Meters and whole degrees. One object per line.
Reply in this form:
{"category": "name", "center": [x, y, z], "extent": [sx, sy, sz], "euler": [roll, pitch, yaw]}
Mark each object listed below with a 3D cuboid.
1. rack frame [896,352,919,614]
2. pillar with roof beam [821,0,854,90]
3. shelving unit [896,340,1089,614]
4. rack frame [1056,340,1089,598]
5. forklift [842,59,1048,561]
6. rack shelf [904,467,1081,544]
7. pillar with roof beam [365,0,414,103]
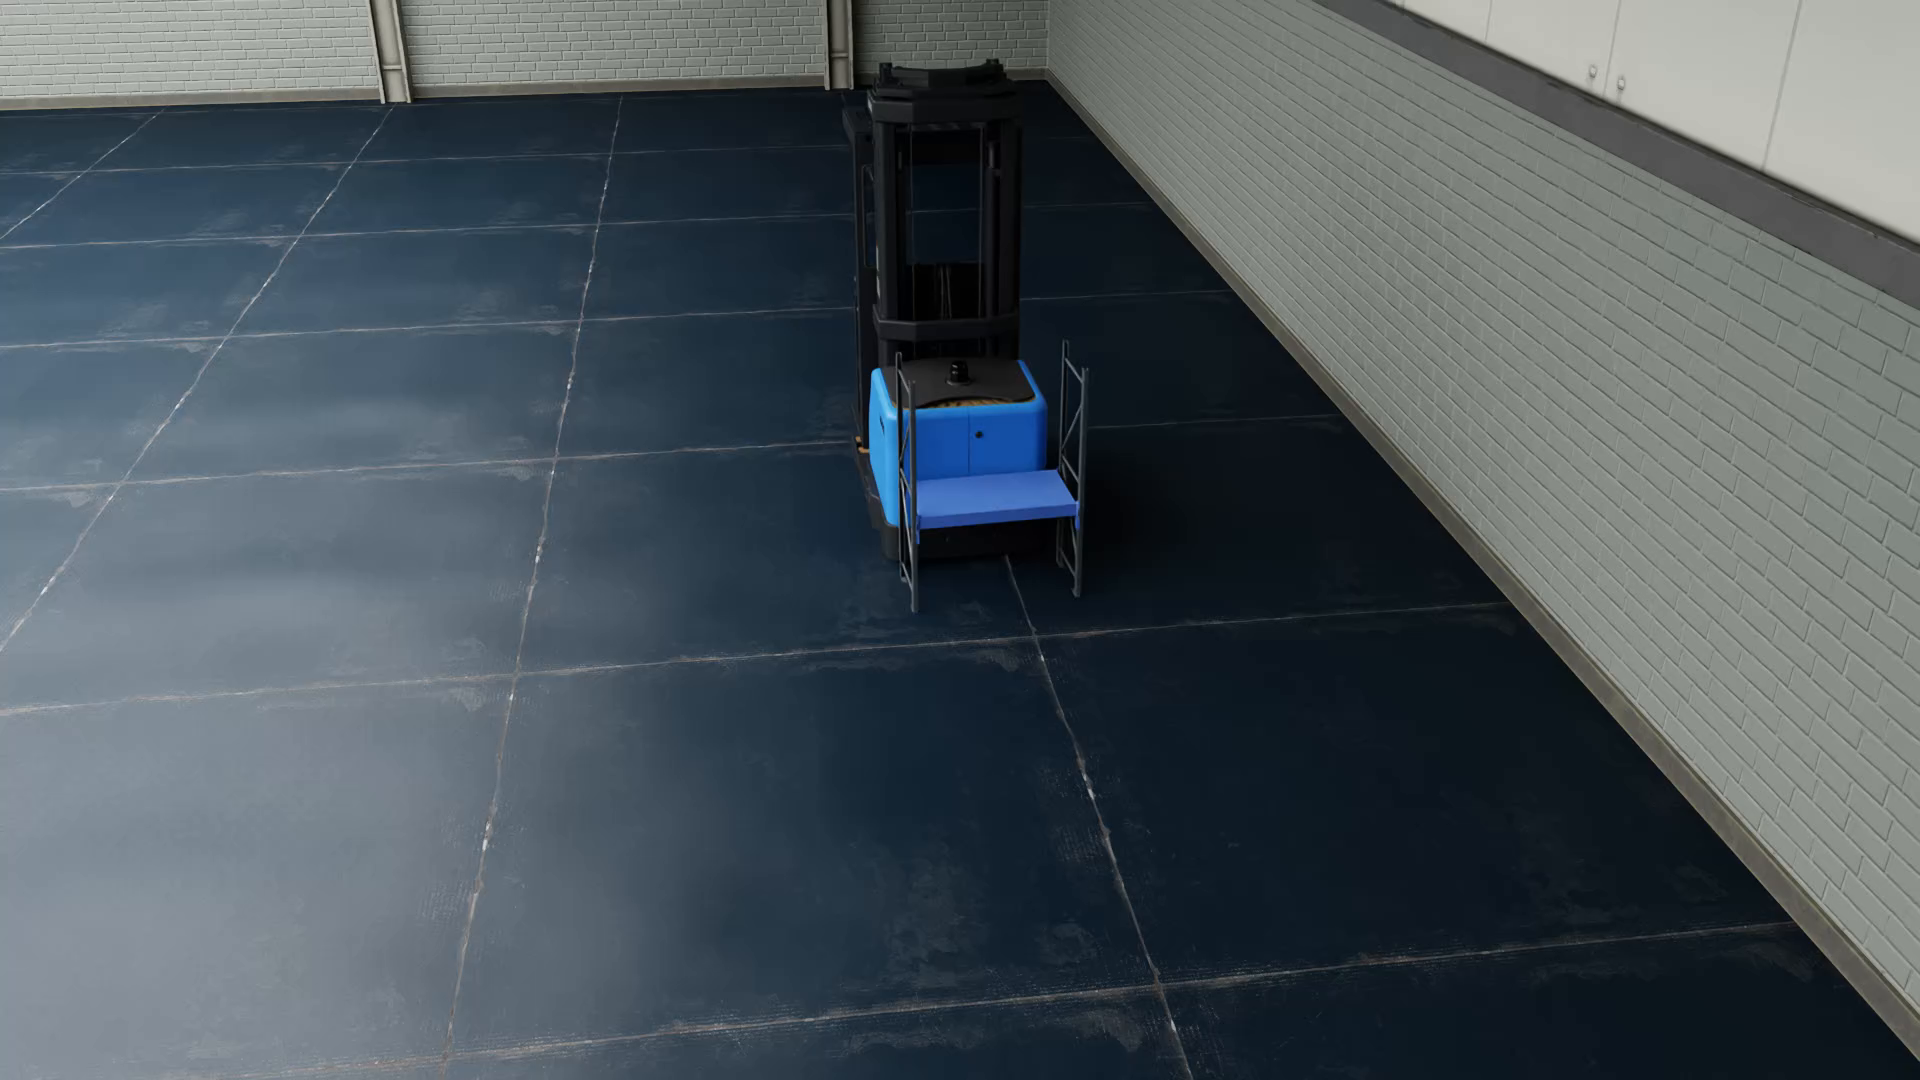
{"category": "rack frame", "center": [-0.316, -0.331, 9.955], "extent": [0.032, 1.500, 0.500], "euler": [-5, 28, -10]}
{"category": "pillar with roof beam", "center": [-1.094, -8.411, 17.488], "extent": [0.400, 9.000, 9.100], "euler": [-4, 27, -7]}
{"category": "shelving unit", "center": [0.183, -0.377, 10.044], "extent": [1.048, 1.500, 0.538], "euler": [-5, 28, -10]}
{"category": "rack frame", "center": [0.681, -0.422, 10.132], "extent": [0.032, 1.500, 0.500], "euler": [-5, 28, -10]}
{"category": "forklift", "center": [-0.183, -1.821, 11.291], "extent": [1.130, 2.935, 3.031], "euler": [-4, 27, -8]}
{"category": "rack shelf", "center": [0.183, -0.217, 10.126], "extent": [1.000, 0.185, 0.538], "euler": [-5, 28, -10]}
{"category": "pillar with roof beam", "center": [-7.035, -8.029, 16.744], "extent": [0.400, 9.000, 9.100], "euler": [-4, 27, -7]}
